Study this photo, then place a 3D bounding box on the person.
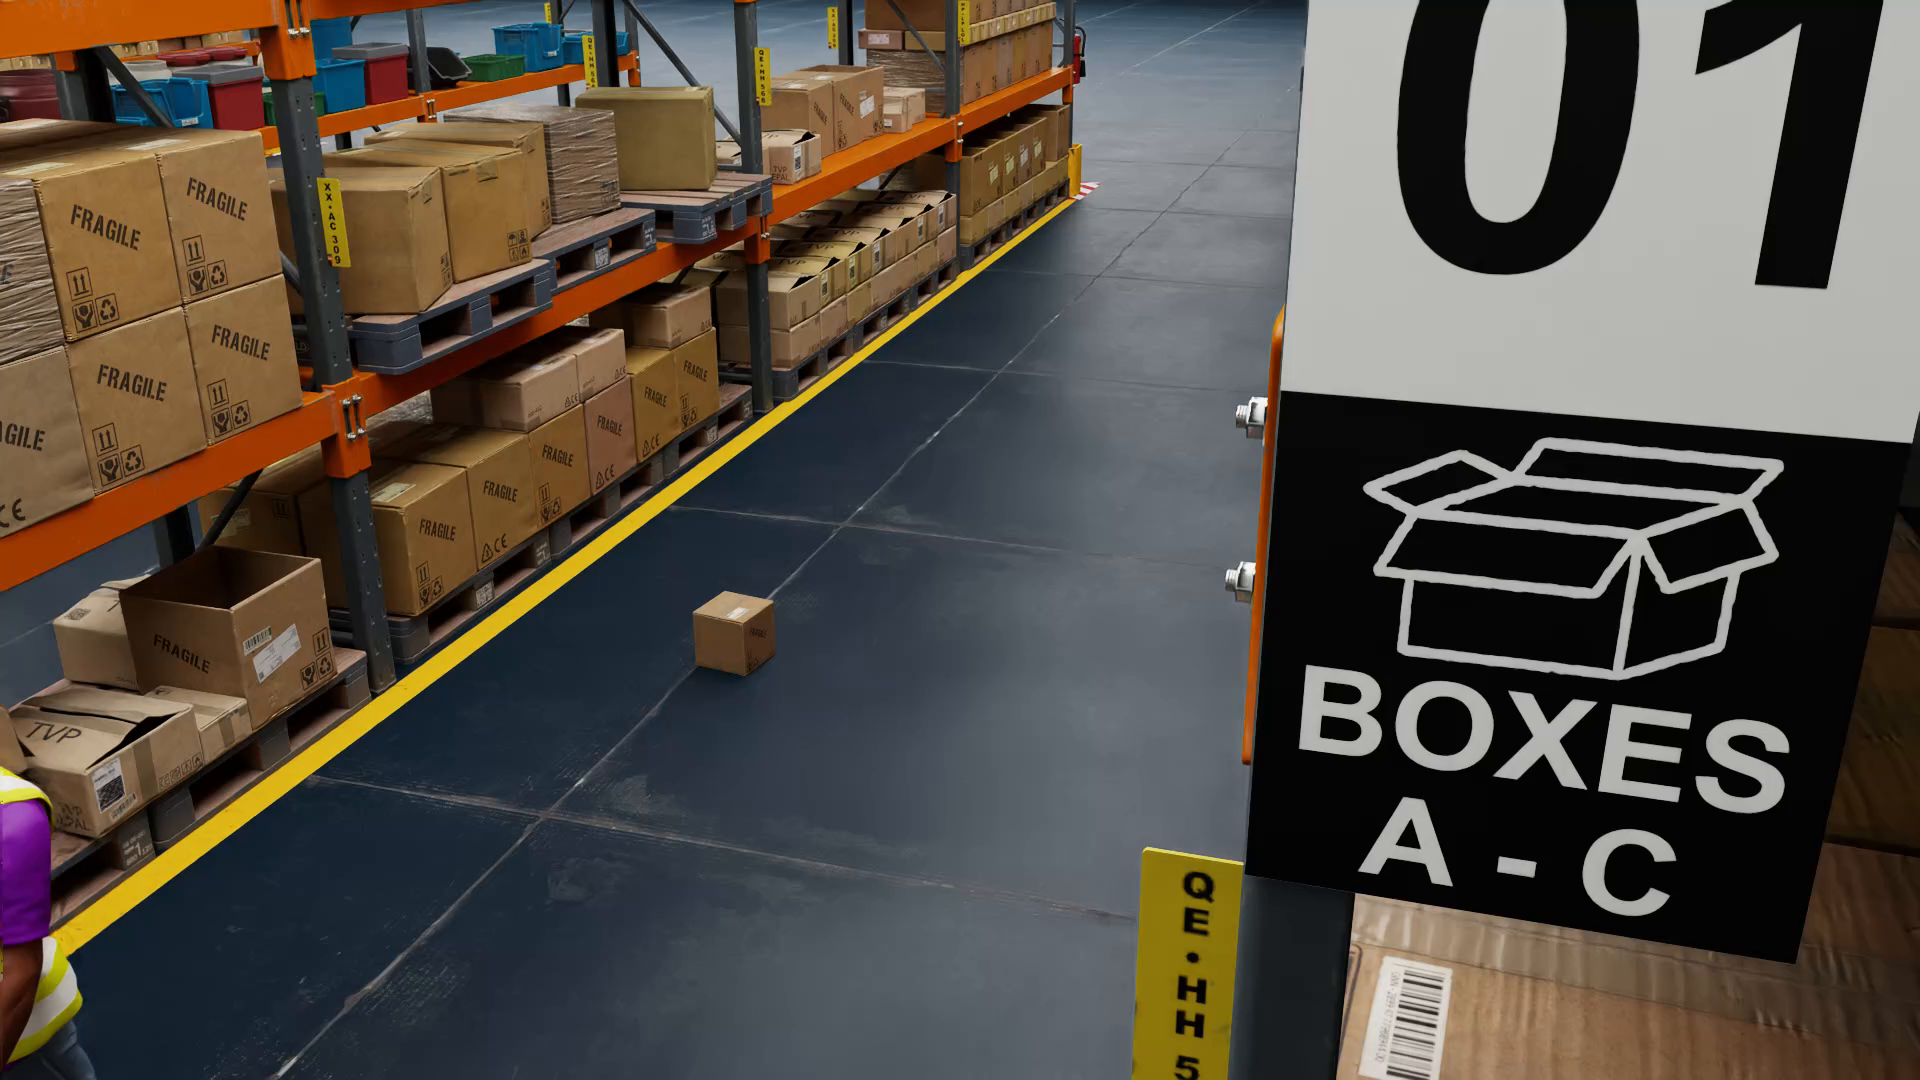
[{"bbox_3d":[-2.112,1.044,3.403,0.571,1.726,0.952,10,24,24],"label":"person"}]
